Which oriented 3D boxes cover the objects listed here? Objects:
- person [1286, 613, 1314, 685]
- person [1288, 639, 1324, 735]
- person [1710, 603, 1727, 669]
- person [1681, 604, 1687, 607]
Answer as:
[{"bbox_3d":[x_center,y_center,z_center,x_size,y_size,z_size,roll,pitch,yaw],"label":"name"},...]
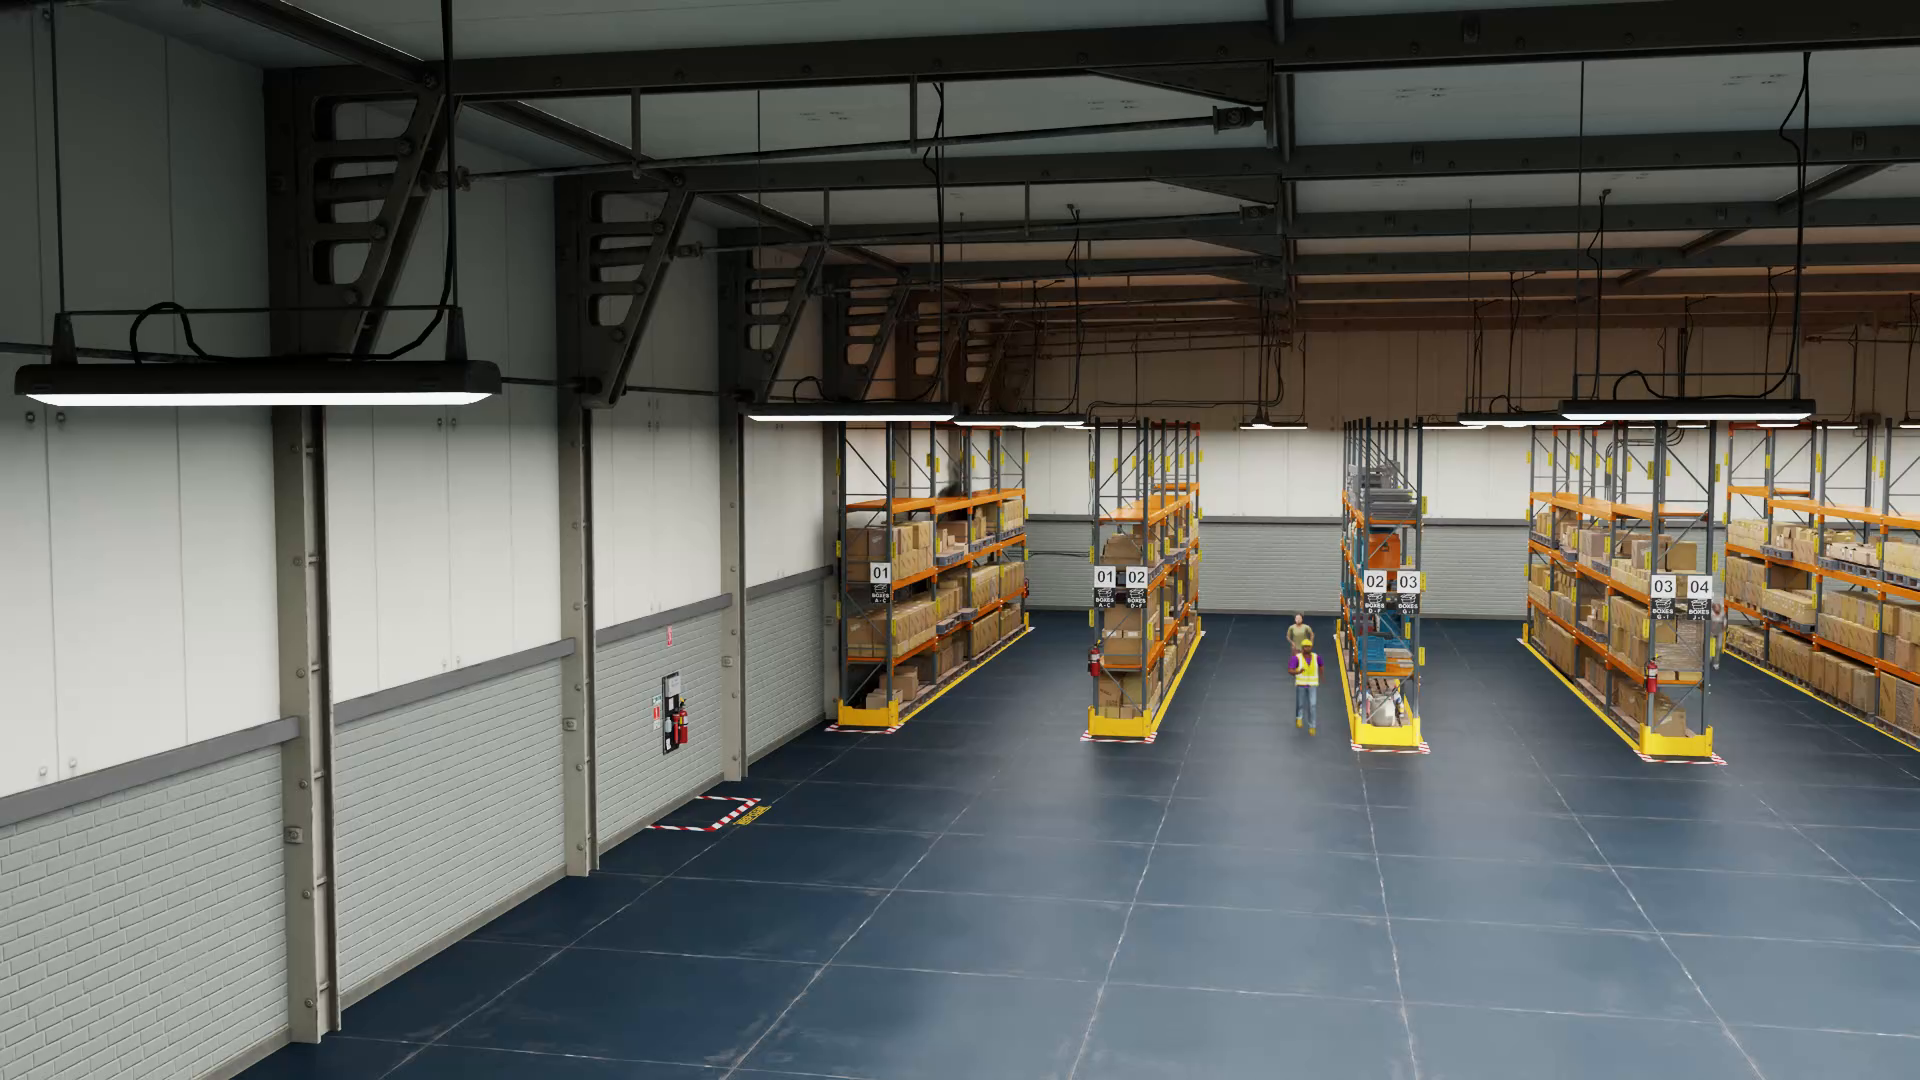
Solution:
[{"bbox_3d":[7.657,2.474,37.492,0.606,1.620,0.544,1,4,14],"label":"person"},{"bbox_3d":[6.583,2.761,31.596,0.697,1.759,0.977,0,4,3],"label":"person"},{"bbox_3d":[18.403,2.327,40.505,0.547,1.596,0.751,1,4,10],"label":"person"},{"bbox_3d":[18.671,2.188,42.648,0.655,1.641,0.942,1,4,9],"label":"person"}]
